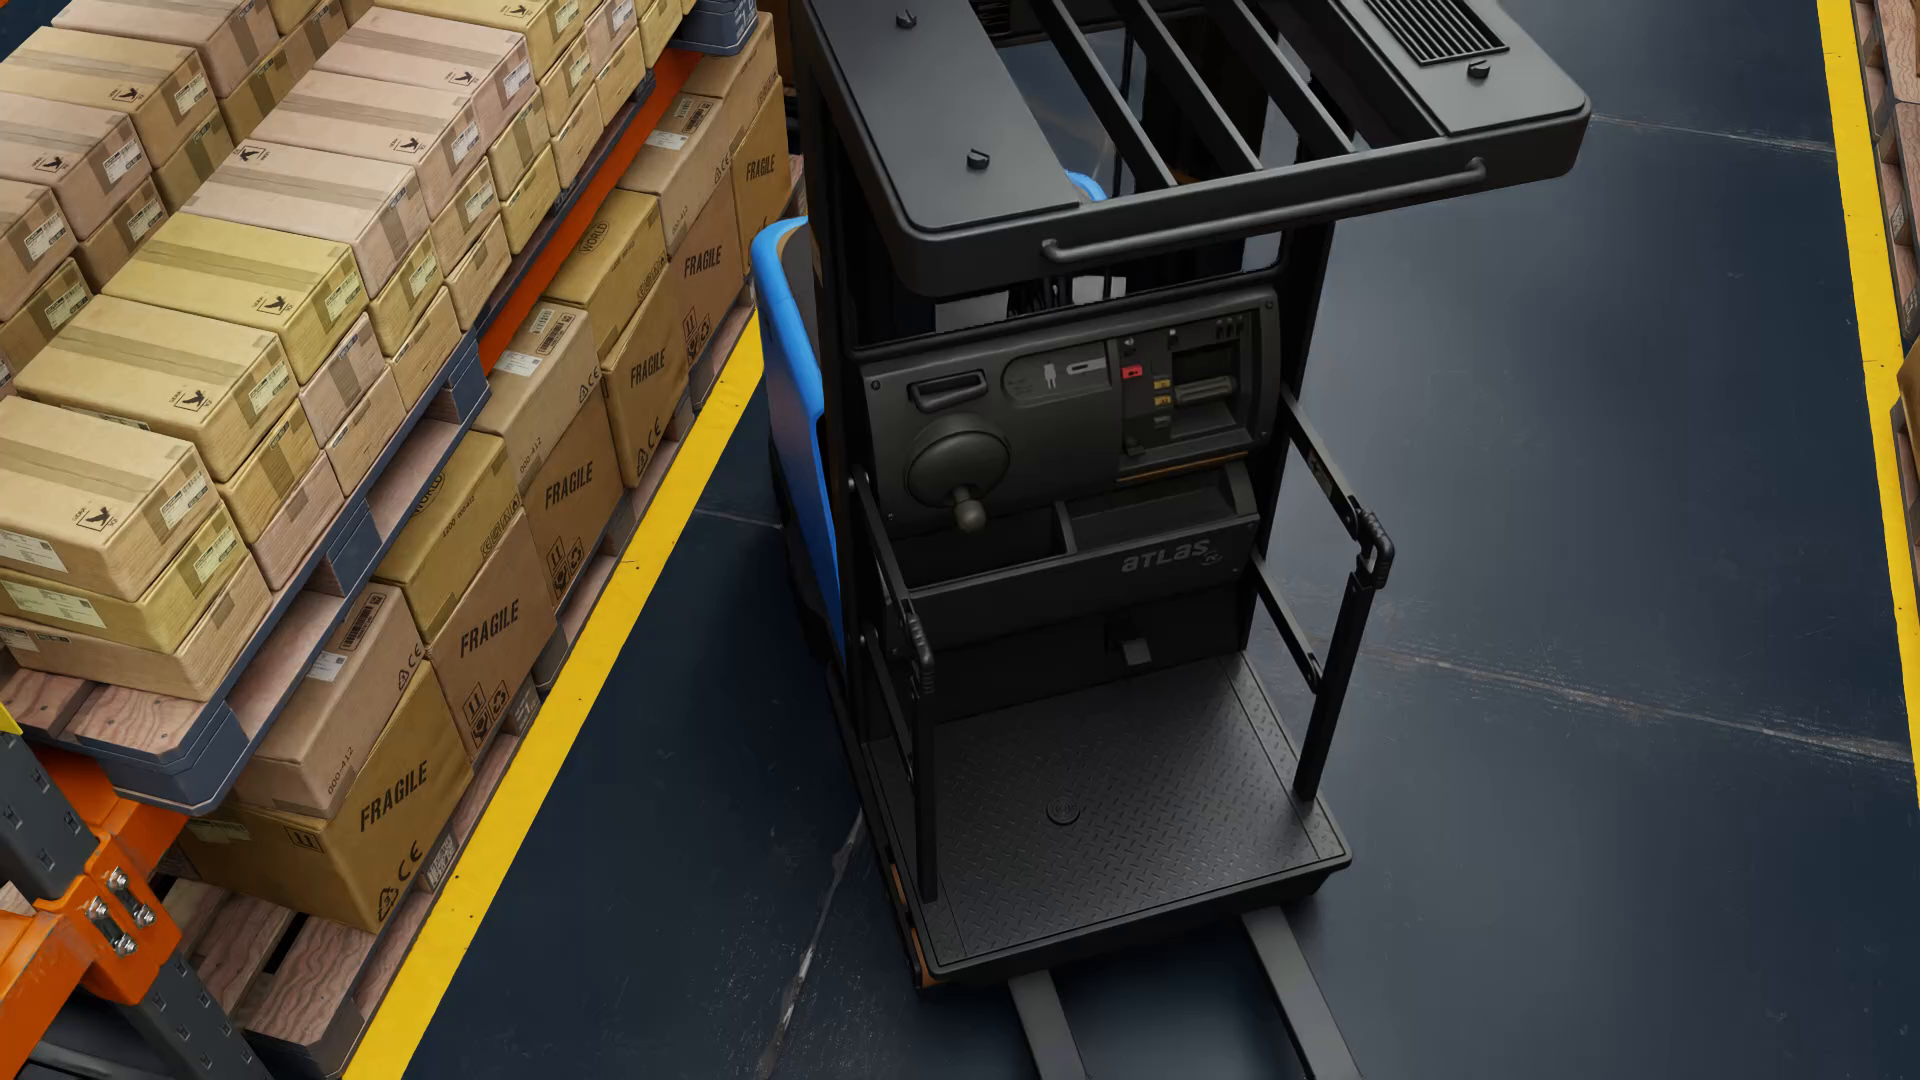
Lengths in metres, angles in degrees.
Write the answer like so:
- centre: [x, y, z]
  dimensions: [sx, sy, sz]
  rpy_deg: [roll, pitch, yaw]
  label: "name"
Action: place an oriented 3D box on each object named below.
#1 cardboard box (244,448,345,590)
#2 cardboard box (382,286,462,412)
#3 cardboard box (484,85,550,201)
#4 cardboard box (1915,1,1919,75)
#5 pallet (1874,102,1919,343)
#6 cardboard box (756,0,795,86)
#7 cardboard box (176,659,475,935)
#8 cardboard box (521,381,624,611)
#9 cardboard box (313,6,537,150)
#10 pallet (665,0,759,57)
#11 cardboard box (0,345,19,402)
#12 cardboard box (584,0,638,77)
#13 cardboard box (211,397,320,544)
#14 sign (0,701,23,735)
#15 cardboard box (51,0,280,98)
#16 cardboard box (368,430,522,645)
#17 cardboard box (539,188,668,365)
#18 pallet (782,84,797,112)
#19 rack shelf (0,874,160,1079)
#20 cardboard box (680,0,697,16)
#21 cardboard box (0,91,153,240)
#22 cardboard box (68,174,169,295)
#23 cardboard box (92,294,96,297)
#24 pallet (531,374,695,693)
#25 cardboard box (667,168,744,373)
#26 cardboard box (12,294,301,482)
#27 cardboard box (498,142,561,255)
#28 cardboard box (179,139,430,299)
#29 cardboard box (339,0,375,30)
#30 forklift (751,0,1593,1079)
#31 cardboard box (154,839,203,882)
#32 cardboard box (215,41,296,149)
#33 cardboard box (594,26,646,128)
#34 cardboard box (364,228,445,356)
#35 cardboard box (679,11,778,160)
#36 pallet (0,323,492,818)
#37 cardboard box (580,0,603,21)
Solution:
- centre: [-1.434, -0.078, 3.205]
  dimensions: [0.380, 0.149, 0.250]
  rpy_deg: [12, 50, 11]
  label: "cardboard box"
- centre: [-1.298, -0.439, 3.524]
  dimensions: [0.380, 0.149, 0.250]
  rpy_deg: [12, 50, 10]
  label: "cardboard box"
- centre: [-1.161, -0.925, 3.754]
  dimensions: [0.380, 0.149, 0.250]
  rpy_deg: [11, 49, 9]
  label: "cardboard box"
- centre: [4.196, -2.090, 6.467]
  dimensions: [0.700, 0.500, 0.500]
  rpy_deg: [15, 50, 13]
  label: "cardboard box"
- centre: [3.969, -1.110, 6.089]
  dimensions: [1.003, 0.211, 1.213]
  rpy_deg: [12, 50, 10]
  label: "pallet"
- centre: [-0.749, -2.337, 6.532]
  dimensions: [1.050, 0.750, 0.750]
  rpy_deg: [11, 49, 10]
  label: "cardboard box"
- centre: [-1.599, 0.580, 4.125]
  dimensions: [0.500, 0.500, 0.500]
  rpy_deg: [13, 50, 11]
  label: "cardboard box"
- centre: [-1.336, -0.185, 4.799]
  dimensions: [0.500, 0.500, 0.500]
  rpy_deg: [12, 50, 11]
  label: "cardboard box"
- centre: [-1.162, -1.008, 3.630]
  dimensions: [0.380, 0.149, 0.250]
  rpy_deg: [13, 50, 11]
  label: "cardboard box"
- centre: [-1.081, -1.919, 5.071]
  dimensions: [1.213, 0.211, 1.003]
  rpy_deg: [12, 50, 10]
  label: "pallet"
- centre: [-2.067, -0.298, 3.201]
  dimensions: [0.380, 0.149, 0.250]
  rpy_deg: [12, 50, 10]
  label: "cardboard box"
- centre: [-1.024, -1.293, 4.080]
  dimensions: [0.380, 0.149, 0.250]
  rpy_deg: [13, 50, 11]
  label: "cardboard box"
- centre: [-1.435, -0.162, 3.082]
  dimensions: [0.380, 0.149, 0.250]
  rpy_deg: [11, 49, 9]
  label: "cardboard box"
- centre: [-1.524, 0.189, 2.505]
  dimensions: [0.100, 0.325, 0.005]
  rpy_deg: [12, 50, 10]
  label: "sign"
- centre: [-1.788, -1.150, 3.755]
  dimensions: [0.380, 0.149, 0.250]
  rpy_deg: [10, 49, 8]
  label: "cardboard box"
- centre: [-1.462, -0.054, 4.184]
  dimensions: [0.500, 0.250, 0.500]
  rpy_deg: [13, 50, 11]
  label: "cardboard box"
- centre: [-1.195, -0.801, 4.843]
  dimensions: [0.500, 0.250, 0.500]
  rpy_deg: [13, 50, 11]
  label: "cardboard box"
- centre: [-0.716, -2.152, 7.009]
  dimensions: [1.003, 0.211, 1.213]
  rpy_deg: [12, 50, 10]
  label: "pallet"
- centre: [-2.575, 2.059, 1.912]
  dimensions: [1.077, 0.370, 4.000]
  rpy_deg: [12, 50, 10]
  label: "rack shelf"
- centre: [-0.886, -1.583, 4.534]
  dimensions: [0.380, 0.149, 0.250]
  rpy_deg: [11, 49, 10]
  label: "cardboard box"
- centre: [-1.923, -0.779, 3.427]
  dimensions: [0.380, 0.149, 0.250]
  rpy_deg: [11, 50, 10]
  label: "cardboard box"
- centre: [-1.931, -0.676, 3.535]
  dimensions: [0.380, 0.149, 0.250]
  rpy_deg: [10, 49, 9]
  label: "cardboard box"
- centre: [-1.934, -0.557, 3.629]
  dimensions: [0.380, 0.149, 0.250]
  rpy_deg: [9, 49, 8]
  label: "cardboard box"
- centre: [-1.526, -0.152, 5.243]
  dimensions: [1.003, 0.211, 1.213]
  rpy_deg: [12, 50, 10]
  label: "pallet"
- centre: [-1.058, -0.929, 5.456]
  dimensions: [0.500, 0.500, 0.500]
  rpy_deg: [13, 50, 12]
  label: "cardboard box"
- centre: [-1.434, -0.276, 2.984]
  dimensions: [0.380, 0.149, 0.250]
  rpy_deg: [13, 50, 11]
  label: "cardboard box"
- centre: [-1.163, -0.822, 3.862]
  dimensions: [0.380, 0.149, 0.250]
  rpy_deg: [11, 49, 9]
  label: "cardboard box"
- centre: [-1.296, -0.641, 3.306]
  dimensions: [0.380, 0.149, 0.250]
  rpy_deg: [11, 49, 10]
  label: "cardboard box"
- centre: [-1.655, -1.432, 4.202]
  dimensions: [0.380, 0.149, 0.250]
  rpy_deg: [11, 50, 10]
  label: "cardboard box"
- centre: [0.318, -0.176, 3.450]
  dimensions: [1.130, 2.935, 3.031]
  rpy_deg: [-13, 50, -11]
  label: "forklift"
- centre: [-2.097, 0.477, 4.215]
  dimensions: [0.500, 0.500, 0.500]
  rpy_deg: [11, 49, 9]
  label: "cardboard box"
- centre: [-1.791, -1.061, 3.875]
  dimensions: [0.380, 0.149, 0.250]
  rpy_deg: [12, 50, 10]
  label: "cardboard box"
- centre: [-1.025, -1.201, 4.197]
  dimensions: [0.380, 0.149, 0.250]
  rpy_deg: [13, 50, 11]
  label: "cardboard box"
- centre: [-1.300, -0.537, 3.413]
  dimensions: [0.380, 0.149, 0.250]
  rpy_deg: [10, 49, 8]
  label: "cardboard box"
- centre: [-0.923, -1.533, 5.489]
  dimensions: [0.500, 0.250, 0.500]
  rpy_deg: [11, 49, 9]
  label: "cardboard box"
- centre: [-1.708, -0.087, 3.454]
  dimensions: [1.003, 0.211, 1.213]
  rpy_deg: [12, 50, 10]
  label: "pallet"
- centre: [-1.025, -1.392, 3.969]
  dimensions: [0.380, 0.149, 0.250]
  rpy_deg: [14, 50, 12]
  label: "cardboard box"
